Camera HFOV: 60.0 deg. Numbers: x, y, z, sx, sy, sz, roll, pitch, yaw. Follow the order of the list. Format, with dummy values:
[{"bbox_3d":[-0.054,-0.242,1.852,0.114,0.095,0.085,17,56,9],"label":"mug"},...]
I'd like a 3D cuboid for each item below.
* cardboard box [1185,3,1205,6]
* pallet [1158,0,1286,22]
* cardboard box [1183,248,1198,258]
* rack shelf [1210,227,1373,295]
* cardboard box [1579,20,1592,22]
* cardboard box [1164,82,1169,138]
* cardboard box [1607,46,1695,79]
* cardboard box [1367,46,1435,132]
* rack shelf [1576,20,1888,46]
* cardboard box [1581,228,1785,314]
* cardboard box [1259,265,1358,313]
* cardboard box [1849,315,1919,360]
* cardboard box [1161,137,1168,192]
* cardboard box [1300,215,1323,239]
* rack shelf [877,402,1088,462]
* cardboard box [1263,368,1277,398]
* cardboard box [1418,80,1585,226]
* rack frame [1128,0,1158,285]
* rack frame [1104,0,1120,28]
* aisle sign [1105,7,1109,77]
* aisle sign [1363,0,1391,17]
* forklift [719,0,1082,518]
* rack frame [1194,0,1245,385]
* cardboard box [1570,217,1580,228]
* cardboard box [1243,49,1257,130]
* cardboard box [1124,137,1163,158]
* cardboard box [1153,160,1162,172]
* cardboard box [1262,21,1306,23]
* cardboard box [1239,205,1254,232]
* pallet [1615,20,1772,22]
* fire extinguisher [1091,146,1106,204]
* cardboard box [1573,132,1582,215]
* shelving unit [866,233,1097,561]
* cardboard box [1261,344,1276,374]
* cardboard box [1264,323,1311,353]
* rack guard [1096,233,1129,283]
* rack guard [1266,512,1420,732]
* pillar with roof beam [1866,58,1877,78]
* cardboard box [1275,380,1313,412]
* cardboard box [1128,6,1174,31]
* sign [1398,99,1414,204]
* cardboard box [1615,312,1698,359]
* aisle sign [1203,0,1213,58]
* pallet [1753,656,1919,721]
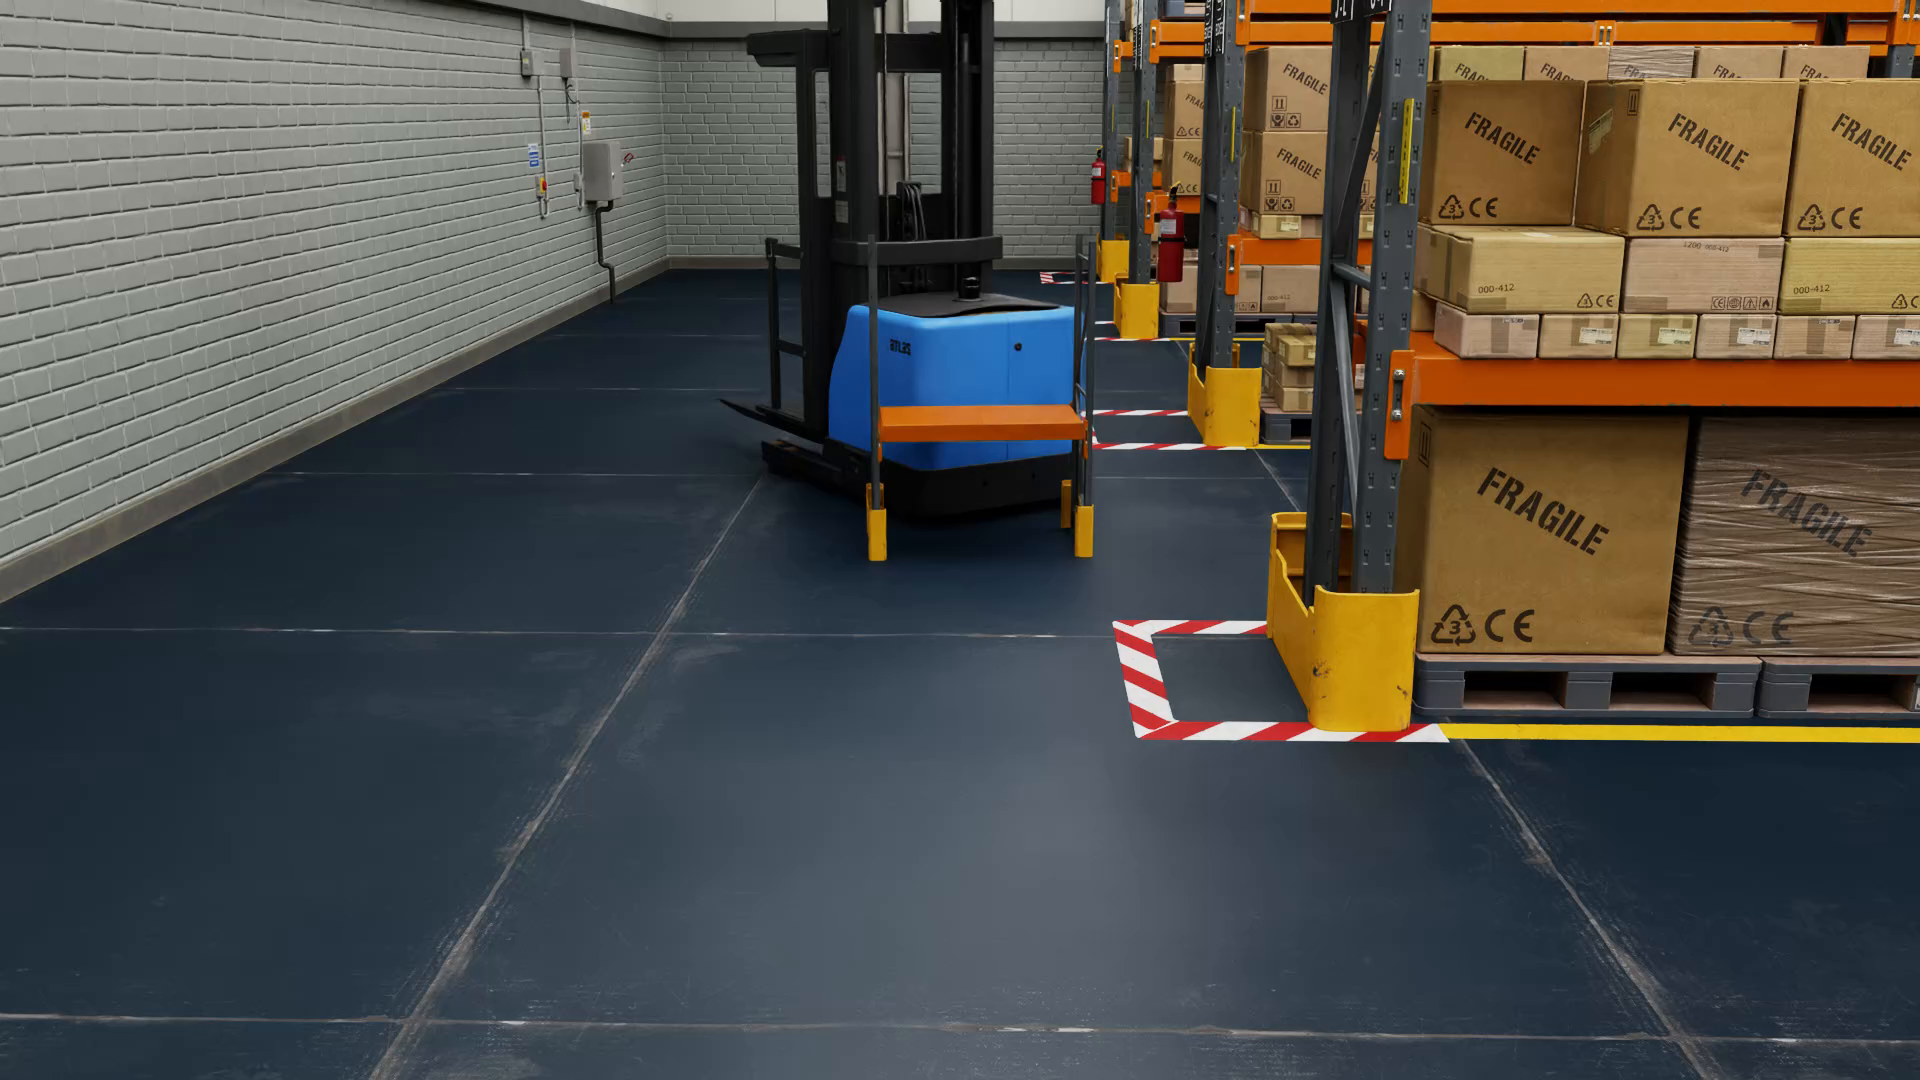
[{"bbox_3d":[2.769,-6.411,19.610,0.500,0.250,0.500,0,15,1],"label":"cardboard box"},{"bbox_3d":[2.443,-4.862,15.182,1.213,0.211,1.003,0,15,1],"label":"pallet"},{"bbox_3d":[2.857,-3.506,20.515,0.250,0.149,0.380,0,15,-1],"label":"cardboard box"},{"bbox_3d":[3.675,-1.833,10.817,4.000,0.370,1.077,0,15,1],"label":"rack shelf"},{"bbox_3d":[7.428,-6.307,19.959,0.250,0.149,0.380,0,15,2],"label":"cardboard box"},{"bbox_3d":[2.189,-4.046,15.640,0.500,0.500,0.500,1,15,3],"label":"cardboard box"},{"bbox_3d":[4.170,-2.786,10.282,0.500,0.500,0.500,1,15,3],"label":"cardboard box"},{"bbox_3d":[2.622,-2.797,10.323,0.500,0.500,0.500,1,15,3],"label":"cardboard box"},{"bbox_3d":[7.699,-4.520,15.123,4.000,0.370,1.077,0,15,1],"label":"rack shelf"},{"bbox_3d":[2.441,-0.927,5.685,0.500,0.250,0.500,0,15,1],"label":"cardboard box"},{"bbox_3d":[3.279,-2.438,15.901,0.875,0.438,0.875,1,15,3],"label":"cardboard box"},{"bbox_3d":[3.080,-0.714,5.658,0.250,0.149,0.380,0,15,1],"label":"cardboard box"},{"bbox_3d":[2.190,-3.569,15.793,0.500,0.500,0.500,0,15,2],"label":"cardboard box"},{"bbox_3d":[2.247,-1.995,10.516,0.250,0.149,0.380,1,15,3],"label":"cardboard box"},{"bbox_3d":[0.092,-0.534,8.128,1.000,0.185,0.538,-1,15,-4],"label":"rack shelf"},{"bbox_3d":[2.207,-1.068,11.273,0.250,0.149,0.380,1,15,2],"label":"cardboard box"},{"bbox_3d":[1.942,-1.427,6.110,0.500,0.500,0.500,1,15,2],"label":"cardboard box"},{"bbox_3d":[1.701,-3.457,15.562,0.127,3.000,1.000,0,15,1],"label":"rack frame"},{"bbox_3d":[1.824,-7.623,19.595,0.127,3.000,1.000,0,15,1],"label":"rack frame"},{"bbox_3d":[1.749,-5.905,19.746,0.004,0.787,0.394,0,15,1],"label":"aisle sign"},{"bbox_3d":[1.369,-2.110,5.363,0.004,0.787,0.394,0,15,1],"label":"aisle sign"},{"bbox_3d":[-0.531,-1.859,9.639,1.130,2.935,3.031,-9,17,-30],"label":"forklift"},{"bbox_3d":[1.676,-2.194,10.775,0.127,3.000,1.000,0,15,1],"label":"rack frame"},{"bbox_3d":[2.446,-1.062,6.196,0.500,0.250,0.500,0,15,0],"label":"cardboard box"},{"bbox_3d":[2.140,-2.930,10.826,0.500,0.500,0.500,0,15,0],"label":"cardboard box"},{"bbox_3d":[2.291,-4.859,20.586,0.500,0.250,0.500,1,15,3],"label":"cardboard box"},{"bbox_3d":[2.401,-4.539,20.157,0.250,0.149,0.380,1,15,3],"label":"cardboard box"},{"bbox_3d":[3.799,-6.170,19.676,0.500,0.250,0.500,0,15,1],"label":"cardboard box"},{"bbox_3d":[2.009,-2.142,11.072,0.250,0.149,0.380,0,15,1],"label":"cardboard box"},{"bbox_3d":[6.618,-4.795,15.130,1.217,0.209,0.805,0,15,-1],"label":"pallet"},{"bbox_3d":[1.665,-4.388,19.974,0.183,0.674,0.296,0,15,1],"label":"fire extinguisher"},{"bbox_3d":[3.652,-2.307,10.426,0.500,0.500,0.500,0,15,0],"label":"cardboard box"},{"bbox_3d":[0.083,-0.708,8.082,1.083,1.500,0.587,-1,15,-4],"label":"shelving unit"},{"bbox_3d":[2.211,-1.231,11.310,0.250,0.149,0.380,0,15,0],"label":"cardboard box"},{"bbox_3d":[2.212,-1.367,11.241,0.250,0.149,0.380,1,15,2],"label":"cardboard box"},{"bbox_3d":[1.900,-3.513,20.677,0.348,0.500,1.175,0,15,1],"label":"rack guard"},{"bbox_3d":[1.424,0.279,6.302,0.348,0.500,1.175,0,15,1],"label":"rack guard"},{"bbox_3d":[11.038,-6.695,16.075,0.400,9.000,9.100,0,15,1],"label":"pillar with roof beam"},{"bbox_3d":[2.191,-0.933,10.762,0.250,0.149,0.380,1,15,3],"label":"cardboard box"},{"bbox_3d":[2.261,-6.172,19.683,0.500,0.250,0.500,0,15,1],"label":"cardboard box"},{"bbox_3d":[1.428,-1.245,5.326,0.005,0.325,0.100,0,15,1],"label":"sign"},{"bbox_3d":[2.307,-0.719,5.676,0.250,0.149,0.380,0,15,0],"label":"cardboard box"},{"bbox_3d":[1.611,-3.528,10.735,0.004,0.787,0.394,0,15,1],"label":"aisle sign"},{"bbox_3d":[3.466,0.413,6.362,1.213,0.211,1.003,0,15,1],"label":"pallet"}]
